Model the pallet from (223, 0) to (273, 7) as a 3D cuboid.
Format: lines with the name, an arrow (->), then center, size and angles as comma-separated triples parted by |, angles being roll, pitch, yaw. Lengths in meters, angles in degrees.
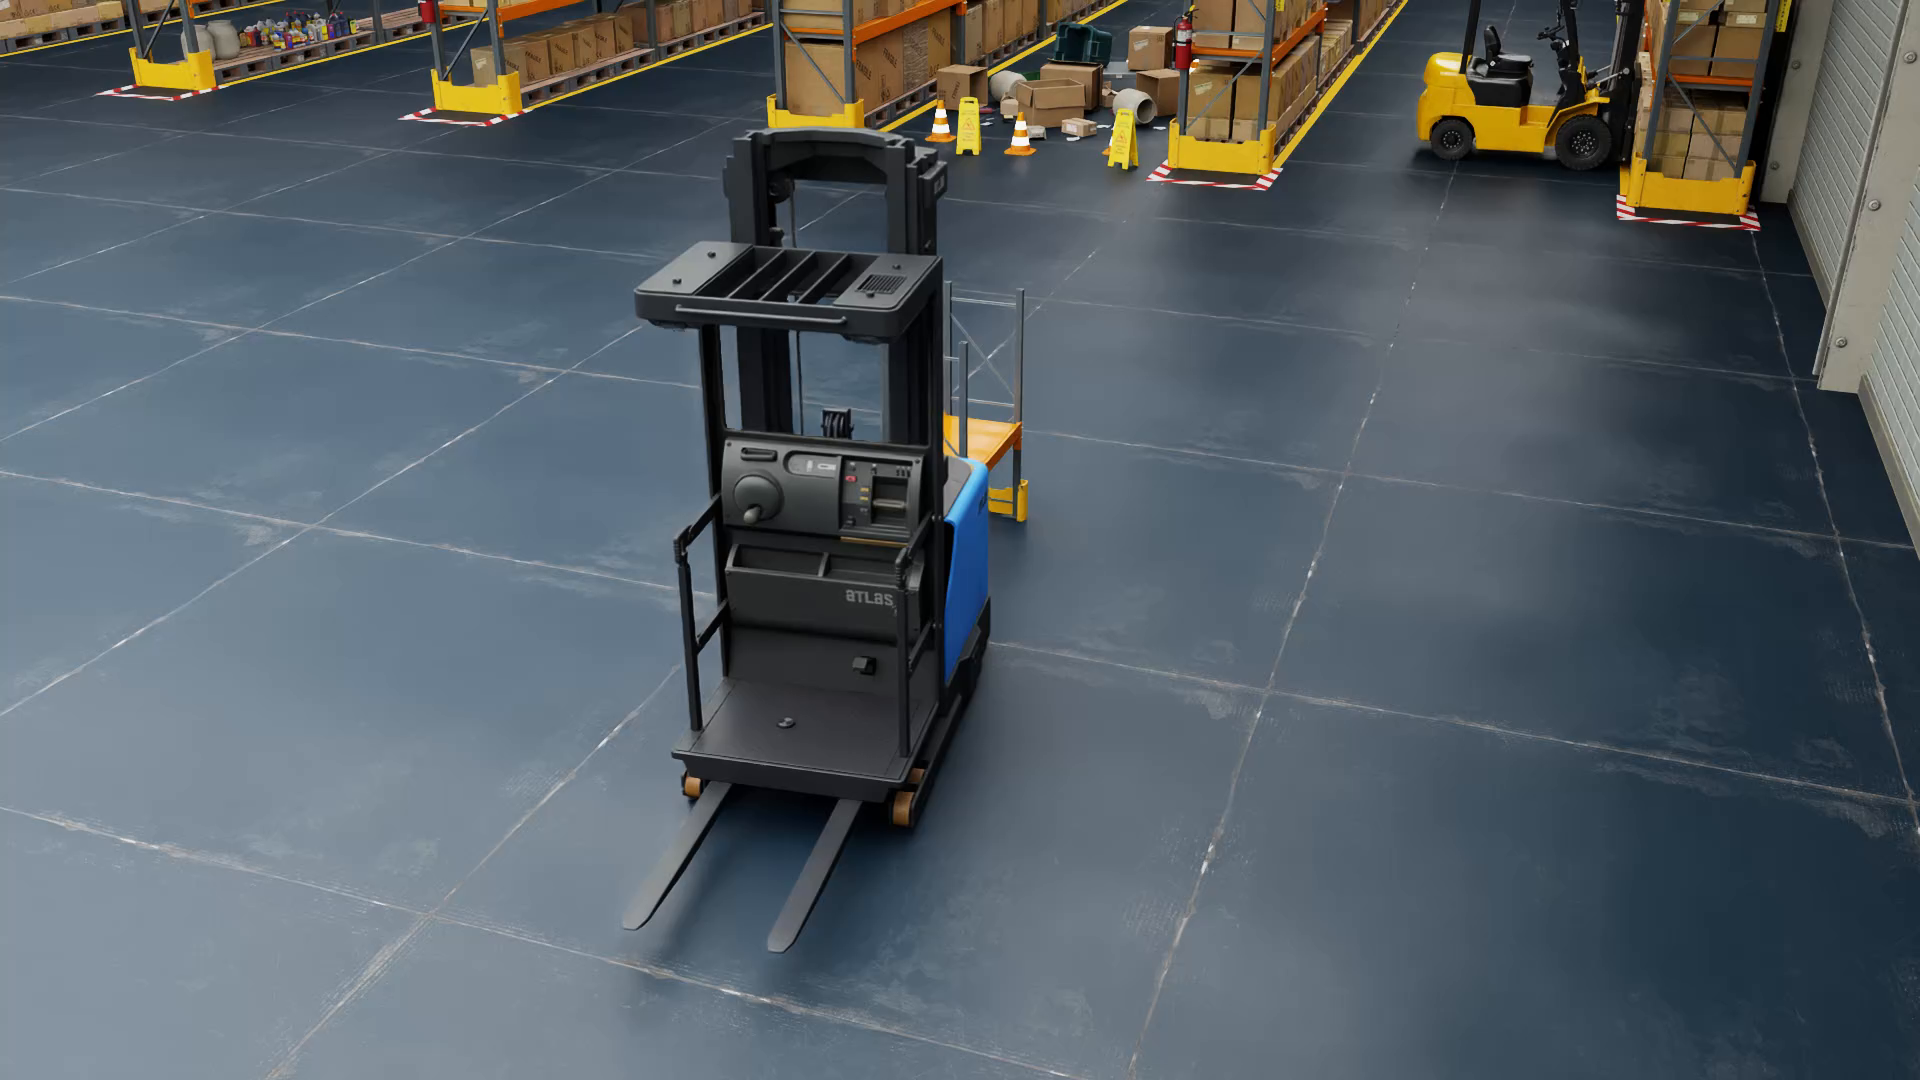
pallet -> -13.382, -10.158, 30.988 | 1.003, 0.211, 1.213 | 9, 27, 17

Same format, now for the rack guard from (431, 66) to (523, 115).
rack guard -> -6.367, -5.926, 21.916 | 1.175, 0.500, 0.348 | 9, 27, 17

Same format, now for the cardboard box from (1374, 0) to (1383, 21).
cardboard box -> 6.522, -9.108, 27.576 | 0.875, 0.875, 0.875 | 10, 27, 19

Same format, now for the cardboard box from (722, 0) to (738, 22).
cardboard box -> -4.107, -8.873, 27.497 | 0.700, 0.500, 0.500 | 6, 27, 13

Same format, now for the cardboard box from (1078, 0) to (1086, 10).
cardboard box -> 1.890, -9.493, 28.801 | 0.500, 0.500, 0.500 | 8, 27, 16

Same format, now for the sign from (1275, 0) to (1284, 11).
sign -> 3.464, -5.894, 17.988 | 0.100, 0.325, 0.005 | 9, 27, 17

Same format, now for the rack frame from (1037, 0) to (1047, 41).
rack frame -> 0.913, -9.547, 26.526 | 1.000, 3.000, 0.127 | 9, 27, 17

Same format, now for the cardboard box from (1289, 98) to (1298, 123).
cardboard box -> 3.828, -5.261, 20.346 | 0.500, 0.250, 0.500 | 11, 28, 21

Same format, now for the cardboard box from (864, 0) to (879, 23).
cardboard box -> -1.506, -6.715, 20.505 | 0.875, 0.550, 0.550 | 9, 27, 17

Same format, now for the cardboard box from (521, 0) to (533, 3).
cardboard box -> -5.875, -7.190, 21.947 | 0.380, 0.149, 0.250 | 9, 27, 17

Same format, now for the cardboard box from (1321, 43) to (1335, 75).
cardboard box -> 4.692, -6.745, 23.272 | 0.950, 0.372, 0.625 | 11, 28, 21

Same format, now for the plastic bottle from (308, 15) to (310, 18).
plastic bottle -> -10.334, -8.150, 26.262 | 0.152, 0.276, 0.135 | 10, 27, 19

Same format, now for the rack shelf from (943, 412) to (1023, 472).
rack shelf -> -0.028, -0.478, 9.929 | 0.538, 0.185, 1.000 | 9, 27, 17

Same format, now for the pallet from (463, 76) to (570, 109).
pallet -> -6.064, -6.125, 22.658 | 1.003, 0.211, 1.213 | 9, 27, 17

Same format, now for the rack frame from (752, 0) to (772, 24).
rack frame -> -3.731, -10.308, 28.097 | 1.000, 3.000, 0.127 | 9, 27, 17

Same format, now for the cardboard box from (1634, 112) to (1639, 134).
cardboard box -> 7.831, -4.706, 18.628 | 0.500, 0.250, 0.500 | 8, 27, 16

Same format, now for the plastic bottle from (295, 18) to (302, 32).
plastic bottle -> -10.327, -8.004, 25.964 | 0.097, 0.271, 0.097 | 0, 26, 0

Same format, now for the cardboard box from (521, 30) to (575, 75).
cardboard box -> -5.776, -6.843, 23.329 | 0.500, 0.500, 0.500 | 11, 28, 22

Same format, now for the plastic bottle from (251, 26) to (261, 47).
plastic bottle -> -10.655, -7.617, 25.151 | 0.061, 0.283, 0.133 | 9, 27, 17

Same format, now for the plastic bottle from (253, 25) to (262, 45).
plastic bottle -> -10.710, -7.685, 25.302 | 0.152, 0.276, 0.135 | 8, 27, 16

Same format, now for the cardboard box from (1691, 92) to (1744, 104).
cardboard box -> 8.136, -4.642, 17.922 | 0.500, 0.250, 0.500 | 9, 27, 18

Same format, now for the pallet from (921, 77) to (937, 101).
pallet -> -0.745, -6.347, 23.117 | 1.003, 0.211, 1.213 | 9, 27, 17

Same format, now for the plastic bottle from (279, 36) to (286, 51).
plastic bottle -> -10.132, -7.419, 24.838 | 0.097, 0.201, 0.097 | 0, 26, 0

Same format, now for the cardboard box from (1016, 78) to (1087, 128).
cardboard box -> 1.150, -5.548, 21.132 | 0.797, 0.503, 0.637 | -9, 27, -18

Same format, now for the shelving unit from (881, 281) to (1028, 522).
shelving unit -> -0.025, -0.644, 9.858 | 0.587, 1.500, 1.083 | 9, 27, 17

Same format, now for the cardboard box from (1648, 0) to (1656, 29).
cardboard box -> 8.572, -6.409, 19.930 | 0.500, 0.500, 0.500 | 8, 27, 16

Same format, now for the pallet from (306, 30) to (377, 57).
pallet -> -9.995, -7.857, 26.236 | 1.003, 0.211, 1.213 | 9, 27, 17

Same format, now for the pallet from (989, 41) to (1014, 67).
pallet -> 0.172, -7.479, 25.455 | 1.003, 0.211, 1.213 | 9, 27, 17

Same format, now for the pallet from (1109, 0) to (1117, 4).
pallet -> 2.434, -10.217, 31.109 | 1.003, 0.211, 1.213 | 9, 27, 17

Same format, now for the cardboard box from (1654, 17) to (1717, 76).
cardboard box -> 7.551, -5.150, 17.330 | 0.500, 0.500, 0.500 | 8, 27, 16

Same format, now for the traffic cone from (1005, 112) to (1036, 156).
traffic cone -> 0.719, -4.826, 19.687 | 0.336, 0.463, 0.334 | 9, 27, 17

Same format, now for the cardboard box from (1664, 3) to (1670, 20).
cardboard box -> 7.543, -5.494, 17.296 | 0.380, 0.149, 0.250 | 9, 27, 18

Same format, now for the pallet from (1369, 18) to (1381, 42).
pallet -> 6.356, -8.428, 27.415 | 1.003, 0.211, 1.213 | 9, 27, 17

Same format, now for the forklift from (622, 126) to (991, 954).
forklift -> -0.669, -0.196, 7.290 | 1.130, 2.935, 3.031 | 6, 26, 12

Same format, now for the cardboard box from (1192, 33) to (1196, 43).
cardboard box -> 2.855, -5.775, 19.023 | 0.380, 0.149, 0.250 | 8, 27, 17

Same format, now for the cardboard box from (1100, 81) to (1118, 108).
cardboard box -> 1.988, -5.973, 22.281 | 0.258, 0.266, 0.396 | -9, 27, -18

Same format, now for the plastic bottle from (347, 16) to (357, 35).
plastic bottle -> -9.581, -8.112, 26.175 | 0.061, 0.283, 0.133 | 10, 28, 20

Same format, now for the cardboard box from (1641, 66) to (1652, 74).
cardboard box -> 8.174, -5.342, 19.367 | 0.500, 0.250, 0.500 | 10, 27, 19

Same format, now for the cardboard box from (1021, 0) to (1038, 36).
cardboard box -> 0.626, -8.486, 26.435 | 1.050, 0.750, 0.750 | 8, 27, 17

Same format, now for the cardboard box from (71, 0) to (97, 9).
cardboard box -> -14.528, -8.965, 27.137 | 0.500, 0.500, 0.500 | 9, 27, 17

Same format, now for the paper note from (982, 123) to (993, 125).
paper note -> 0.360, -5.303, 21.170 | 0.144, 0.017, 0.142 | 20, 32, 35

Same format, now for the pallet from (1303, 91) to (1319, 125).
pallet -> 4.093, -5.691, 21.761 | 1.003, 0.211, 1.213 | 9, 27, 17

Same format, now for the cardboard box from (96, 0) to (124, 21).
cardboard box -> -14.350, -8.831, 27.721 | 0.500, 0.250, 0.500 | 9, 27, 17

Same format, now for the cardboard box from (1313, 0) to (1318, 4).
cardboard box -> 4.205, -6.975, 20.757 | 0.500, 0.500, 0.500 | 10, 27, 19

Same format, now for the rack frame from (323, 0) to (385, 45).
rack frame -> -9.732, -9.382, 26.186 | 1.000, 3.000, 0.127 | 9, 27, 17

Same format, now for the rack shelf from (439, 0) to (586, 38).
rack shelf -> -5.727, -7.518, 23.161 | 1.077, 0.370, 4.000 | 9, 27, 17

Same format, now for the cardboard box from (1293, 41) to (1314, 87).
cardboard box -> 4.172, -6.024, 21.064 | 0.500, 0.500, 0.500 | 9, 27, 18

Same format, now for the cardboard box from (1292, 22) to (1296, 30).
cardboard box -> 3.825, -6.213, 19.928 | 0.380, 0.149, 0.250 | 8, 27, 16

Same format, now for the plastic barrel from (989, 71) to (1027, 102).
plastic barrel -> 0.651, -6.055, 22.270 | 0.421, 0.421, 0.512 | -14, 29, -27

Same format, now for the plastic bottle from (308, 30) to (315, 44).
plastic bottle -> -9.918, -7.684, 25.384 | 0.097, 0.201, 0.097 | 0, 26, 0
